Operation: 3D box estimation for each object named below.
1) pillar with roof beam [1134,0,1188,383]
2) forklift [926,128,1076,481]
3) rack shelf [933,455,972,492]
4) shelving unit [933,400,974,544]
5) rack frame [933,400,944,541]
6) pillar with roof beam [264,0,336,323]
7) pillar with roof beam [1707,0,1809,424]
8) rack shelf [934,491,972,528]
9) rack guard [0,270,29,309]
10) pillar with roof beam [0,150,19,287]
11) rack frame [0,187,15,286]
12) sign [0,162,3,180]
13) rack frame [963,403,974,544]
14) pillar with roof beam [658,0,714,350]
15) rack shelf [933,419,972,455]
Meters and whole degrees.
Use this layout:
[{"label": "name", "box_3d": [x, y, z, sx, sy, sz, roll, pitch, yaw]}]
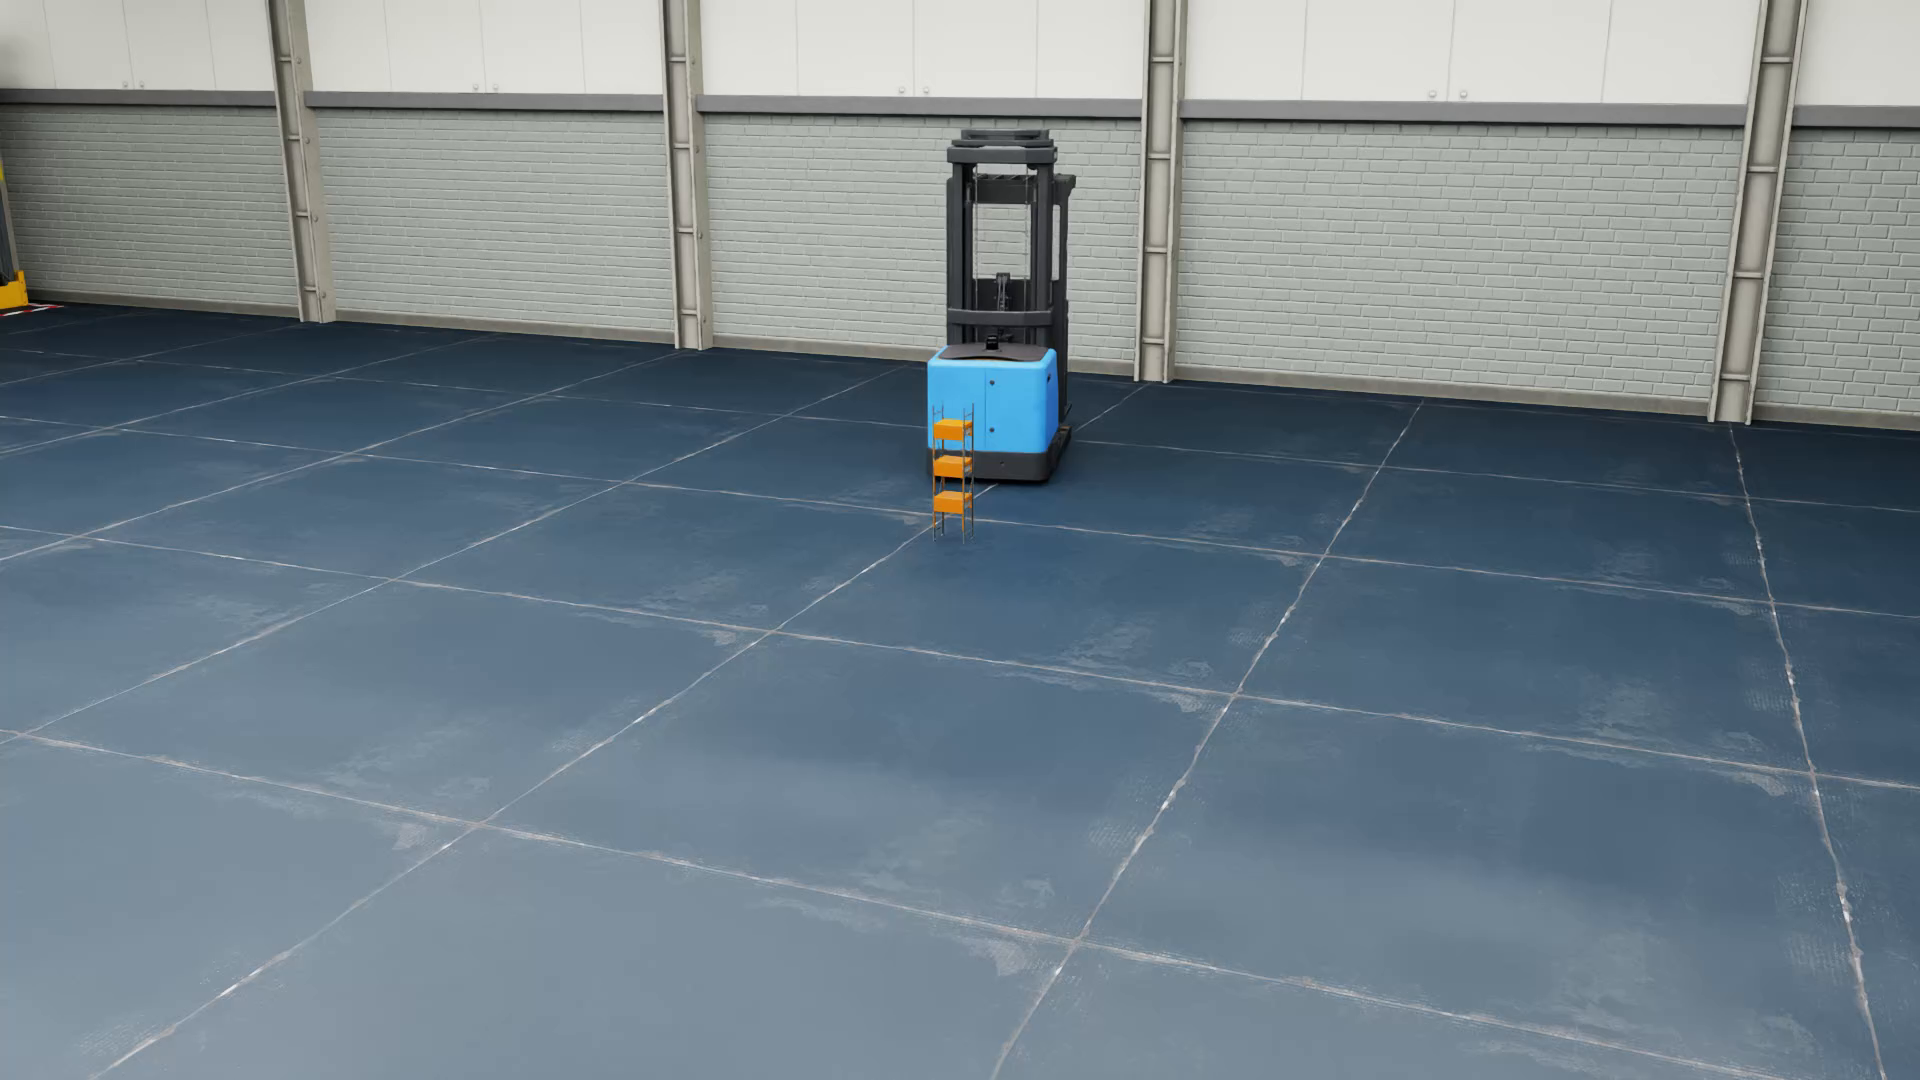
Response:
[{"label": "pillar with roof beam", "box_3d": [0.636, -5.036, 13.879, 0.400, 9.000, 9.100, 6, 17, 21]}, {"label": "forklift", "box_3d": [0.460, -2.280, 15.271, 1.130, 2.935, 3.031, 3, 16, 9]}, {"label": "rack shelf", "box_3d": [-0.050, -0.499, 12.549, 0.240, 0.259, 0.215, 6, 17, 21]}, {"label": "shelving unit", "box_3d": [-0.050, -0.510, 12.546, 0.252, 1.050, 0.215, 6, 17, 21]}, {"label": "rack frame", "box_3d": [-0.163, -0.522, 12.589, 0.008, 1.050, 0.200, 6, 17, 21]}, {"label": "pillar with roof beam", "box_3d": [-10.527, -6.263, 18.107, 0.400, 9.000, 9.100, 6, 17, 21]}, {"label": "pillar with roof beam", "box_3d": [6.217, -4.422, 11.765, 0.400, 9.000, 9.100, 6, 17, 21]}, {"label": "rack shelf", "box_3d": [-0.050, -0.233, 12.627, 0.240, 0.259, 0.215, 6, 17, 21]}, {"label": "rack guard", "box_3d": [-14.190, -3.605, 24.193, 0.348, 0.500, 1.175, 6, 17, 21]}, {"label": "pillar with roof beam", "box_3d": [-16.109, -6.877, 20.221, 0.400, 9.000, 9.100, 6, 17, 21]}, {"label": "rack frame", "box_3d": [-14.212, -4.807, 23.853, 0.127, 3.000, 1.000, 6, 17, 21]}, {"label": "sign", "box_3d": [-14.003, -5.405, 24.215, 0.005, 0.325, 0.100, 6, 17, 21]}, {"label": "rack frame", "box_3d": [0.064, -0.497, 12.503, 0.008, 1.050, 0.200, 6, 17, 21]}, {"label": "pillar with roof beam", "box_3d": [-4.946, -5.649, 15.993, 0.400, 9.000, 9.100, 6, 17, 21]}, {"label": "rack shelf", "box_3d": [-0.050, -0.772, 12.470, 0.240, 0.259, 0.215, 6, 17, 21]}]
